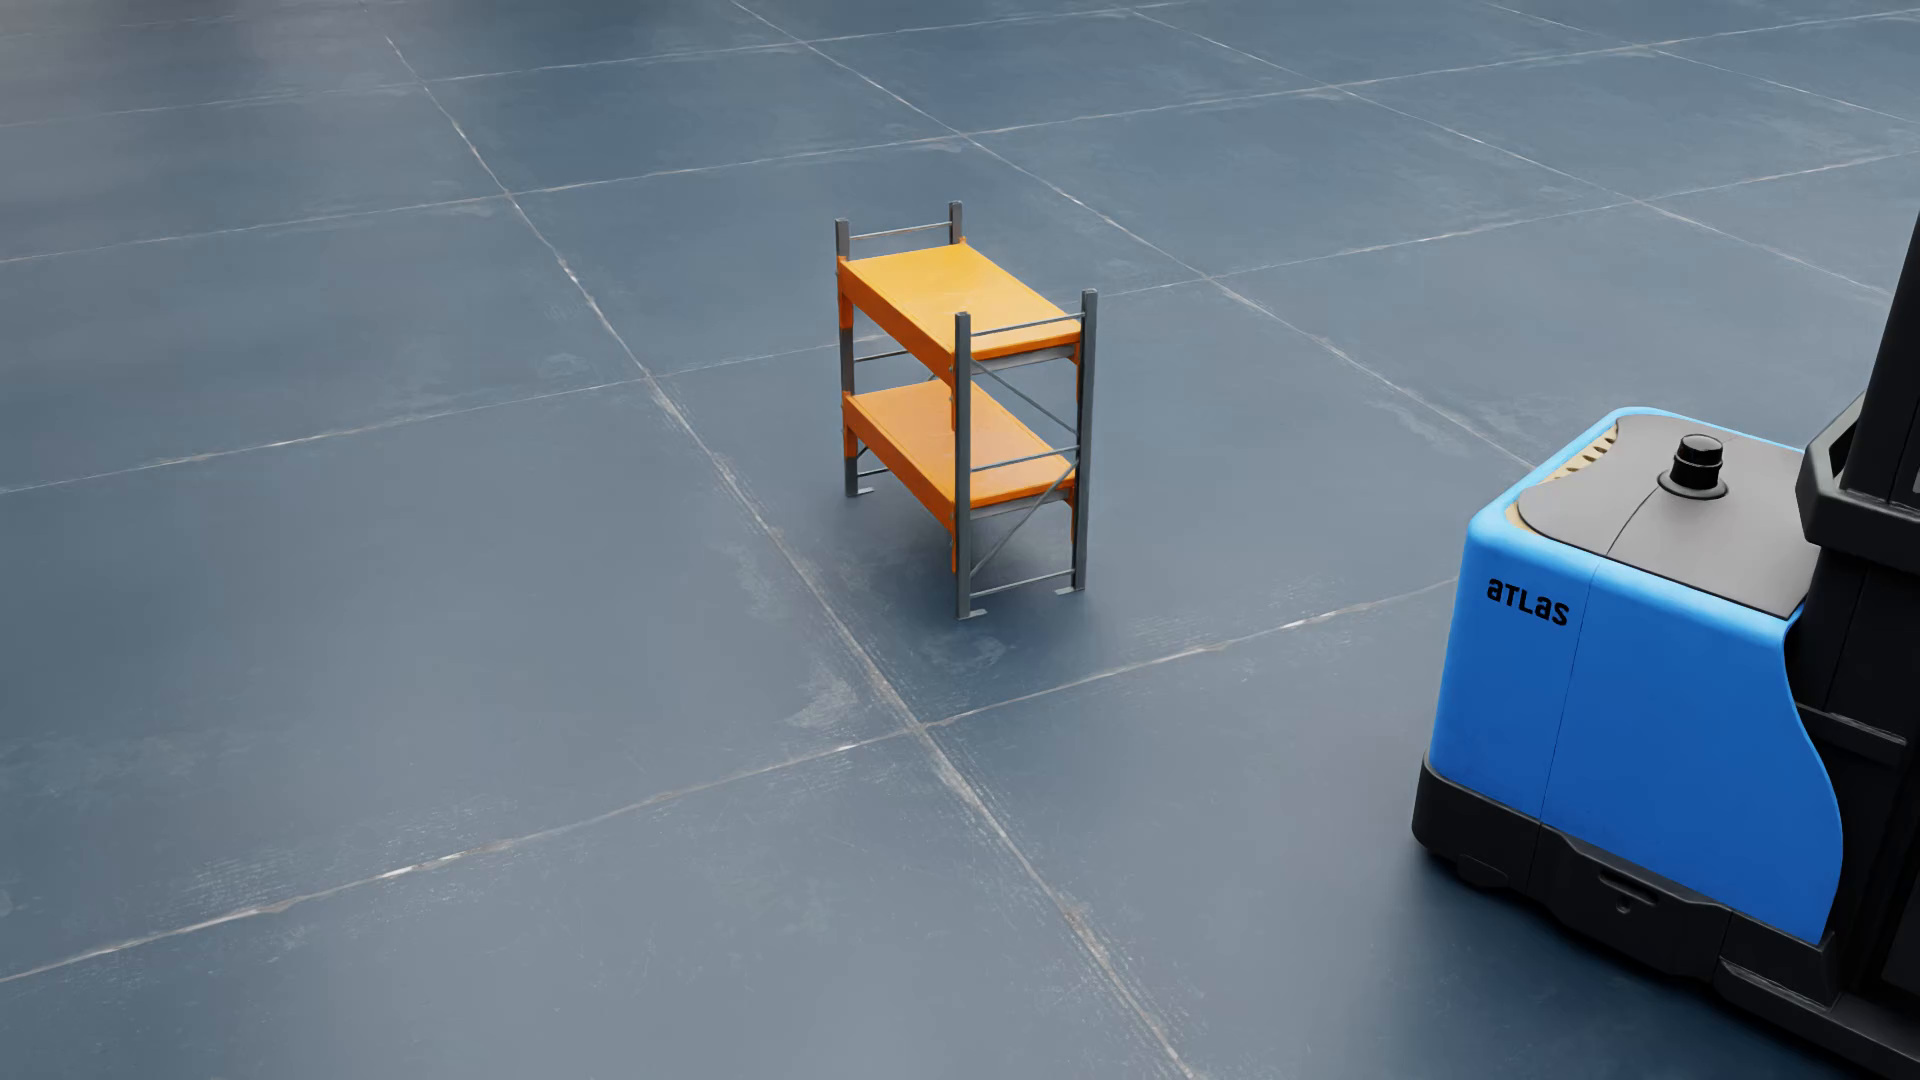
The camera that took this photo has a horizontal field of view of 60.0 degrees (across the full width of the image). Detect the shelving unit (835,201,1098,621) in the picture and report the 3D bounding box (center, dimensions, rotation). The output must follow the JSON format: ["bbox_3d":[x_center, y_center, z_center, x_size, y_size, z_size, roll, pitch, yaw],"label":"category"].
[{"bbox_3d":[-0.003,-0.494,5.980,0.538,1.125,1.048,-13,32,-22],"label":"shelving unit"}]

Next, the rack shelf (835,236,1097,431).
[{"bbox_3d":[-0.003,-0.749,5.837,0.538,0.278,1.000,-13,32,-22],"label":"rack shelf"}]

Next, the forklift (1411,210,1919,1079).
[{"bbox_3d":[2.695,-0.089,3.412,3.031,2.935,1.130,24,37,36],"label":"forklift"}]

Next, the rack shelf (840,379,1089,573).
[{"bbox_3d":[-0.003,-0.280,6.100,0.538,0.278,1.000,-13,32,-22],"label":"rack shelf"}]

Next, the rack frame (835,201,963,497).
[{"bbox_3d":[-0.221,-0.718,6.381,0.500,1.125,0.032,-13,32,-22],"label":"rack frame"}]

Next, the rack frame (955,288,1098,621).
[{"bbox_3d":[0.215,-0.269,5.580,0.500,1.125,0.032,-13,32,-22],"label":"rack frame"}]
